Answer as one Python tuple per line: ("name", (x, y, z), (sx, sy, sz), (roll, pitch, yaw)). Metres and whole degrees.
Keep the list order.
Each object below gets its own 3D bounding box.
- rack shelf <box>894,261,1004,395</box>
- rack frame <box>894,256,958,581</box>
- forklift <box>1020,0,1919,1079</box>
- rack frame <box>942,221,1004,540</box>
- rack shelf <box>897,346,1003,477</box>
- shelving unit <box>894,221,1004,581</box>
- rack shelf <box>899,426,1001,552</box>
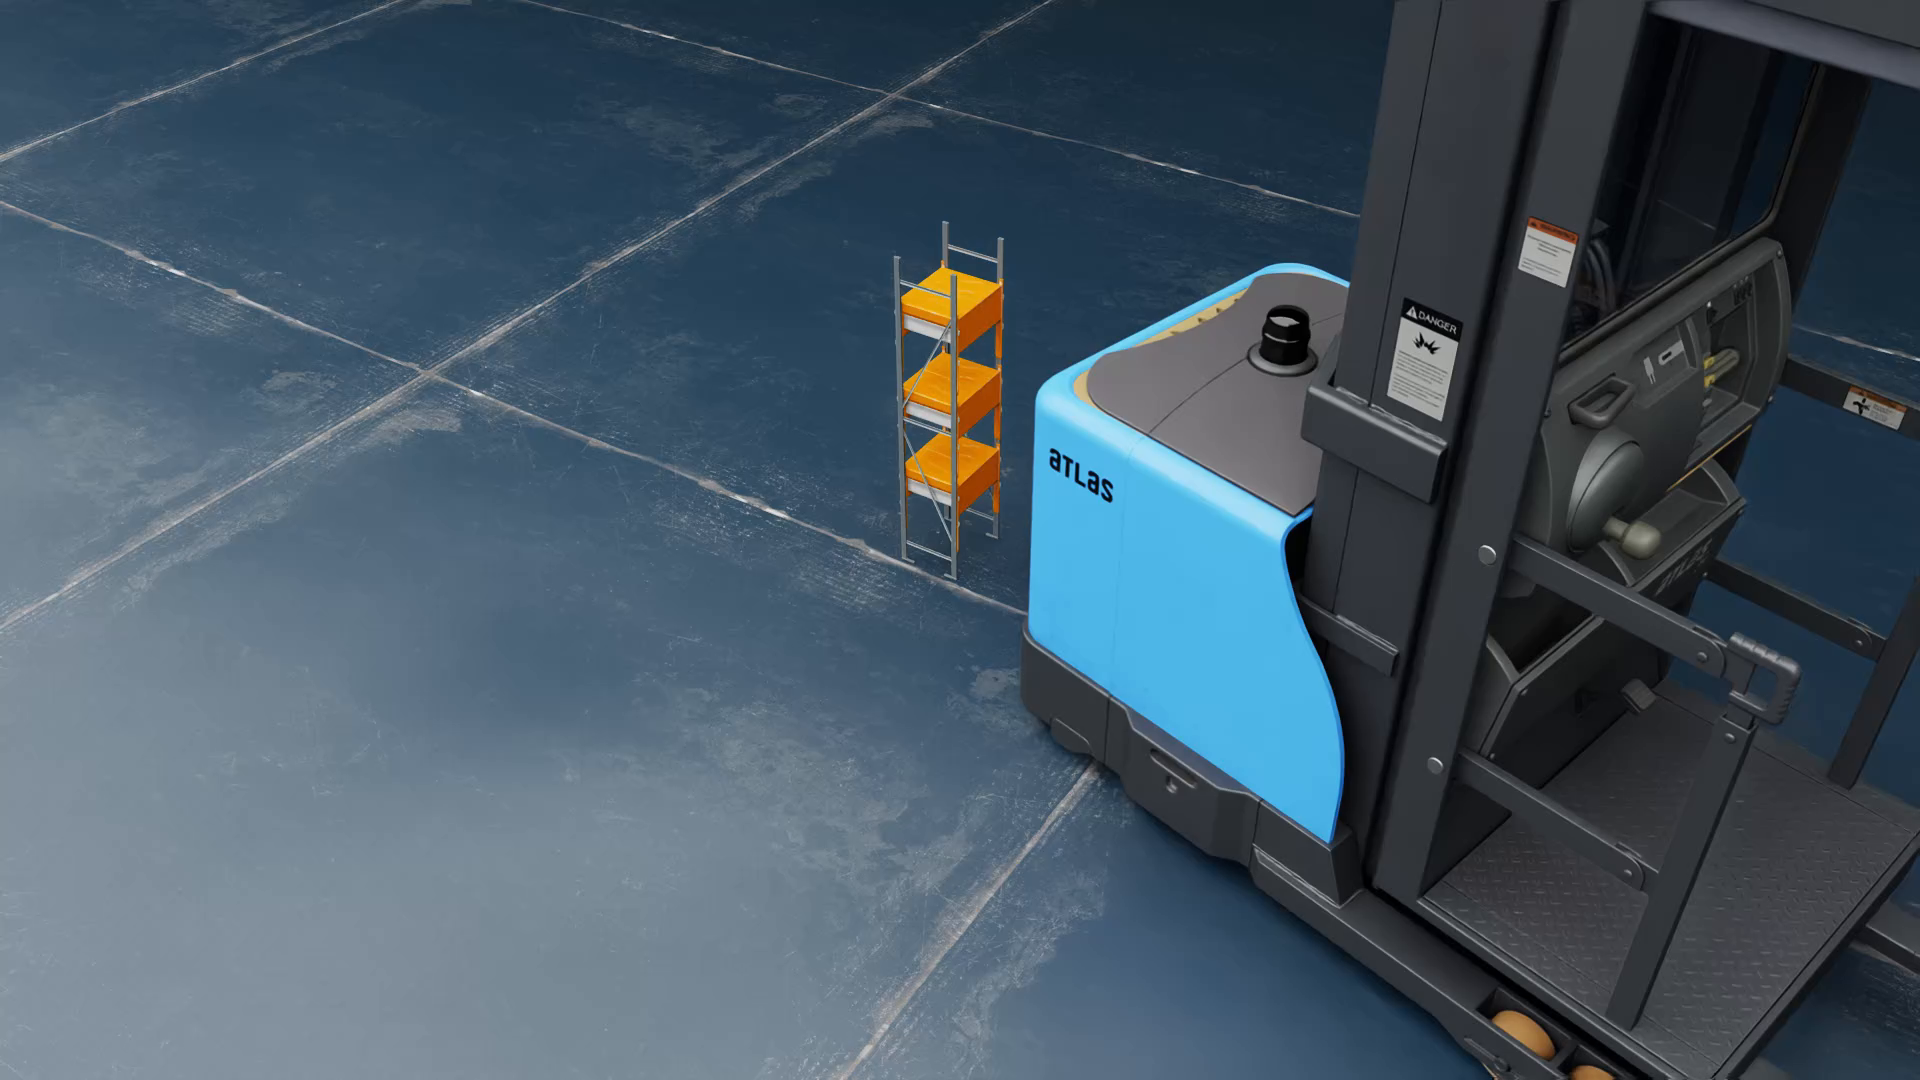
("rack shelf", (-0.029, -0.605, 4.727), (0.215, 0.259, 0.240), (21, 42, 25))
("rack frame", (-0.094, -0.325, 4.812), (0.200, 1.050, 0.008), (21, 42, 25))
("forklift", (1.533, -0.221, 3.136), (1.130, 2.935, 3.031), (-29, 46, -32))
("rack frame", (0.037, -0.451, 4.975), (0.200, 1.050, 0.008), (21, 42, 25))
("rack shelf", (-0.029, -0.380, 4.900), (0.215, 0.259, 0.240), (21, 42, 25))
("shelving unit", (-0.029, -0.388, 4.894), (0.215, 1.050, 0.252), (21, 42, 25))
("rack shelf", (-0.029, -0.160, 5.070), (0.215, 0.259, 0.240), (21, 42, 25))
